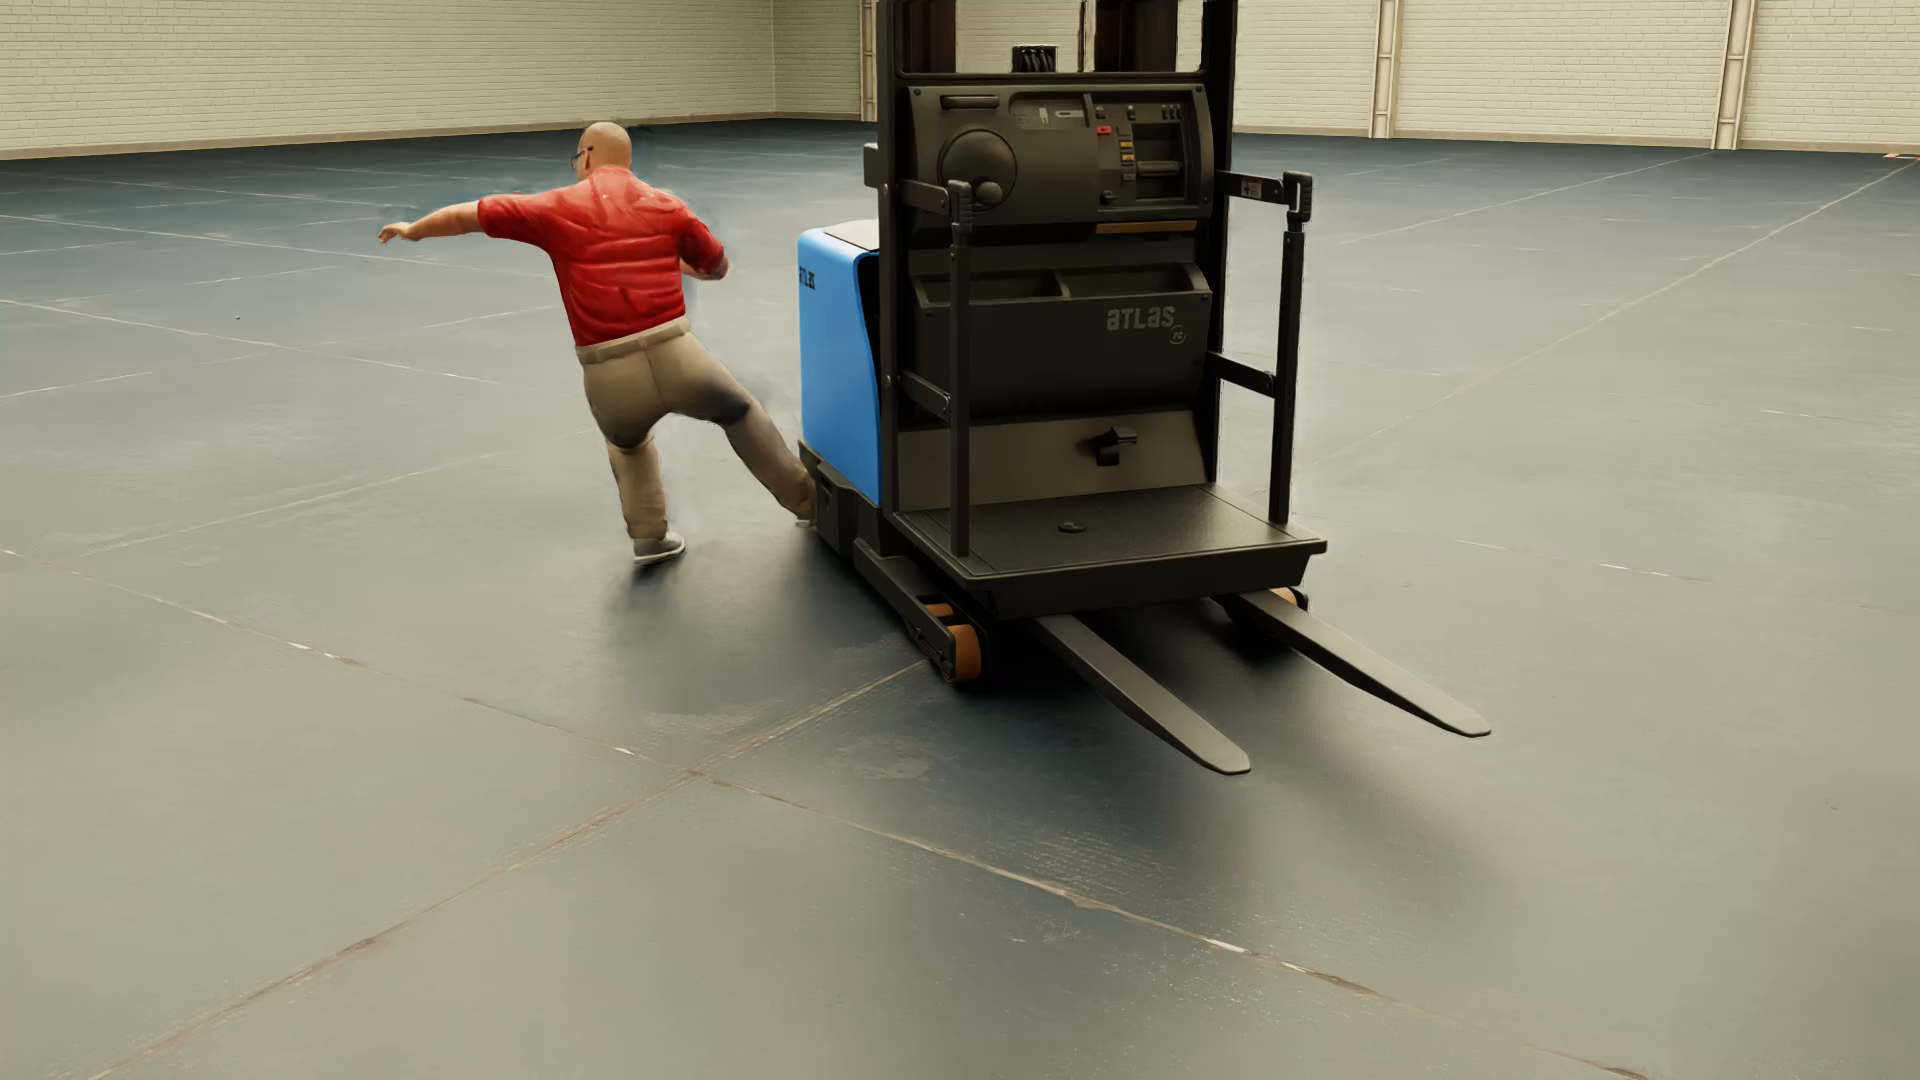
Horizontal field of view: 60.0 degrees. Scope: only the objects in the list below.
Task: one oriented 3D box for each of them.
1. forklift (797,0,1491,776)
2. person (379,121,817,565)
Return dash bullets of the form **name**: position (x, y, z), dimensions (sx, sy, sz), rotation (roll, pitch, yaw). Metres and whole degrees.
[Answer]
- **forklift**: position (0.376, -1.137, 4.635), dimensions (1.130, 2.935, 3.031), rotation (-6, 18, -19)
- **person**: position (-1.087, -0.658, 5.614), dimensions (1.567, 1.469, 0.791), rotation (-6, 18, -20)
